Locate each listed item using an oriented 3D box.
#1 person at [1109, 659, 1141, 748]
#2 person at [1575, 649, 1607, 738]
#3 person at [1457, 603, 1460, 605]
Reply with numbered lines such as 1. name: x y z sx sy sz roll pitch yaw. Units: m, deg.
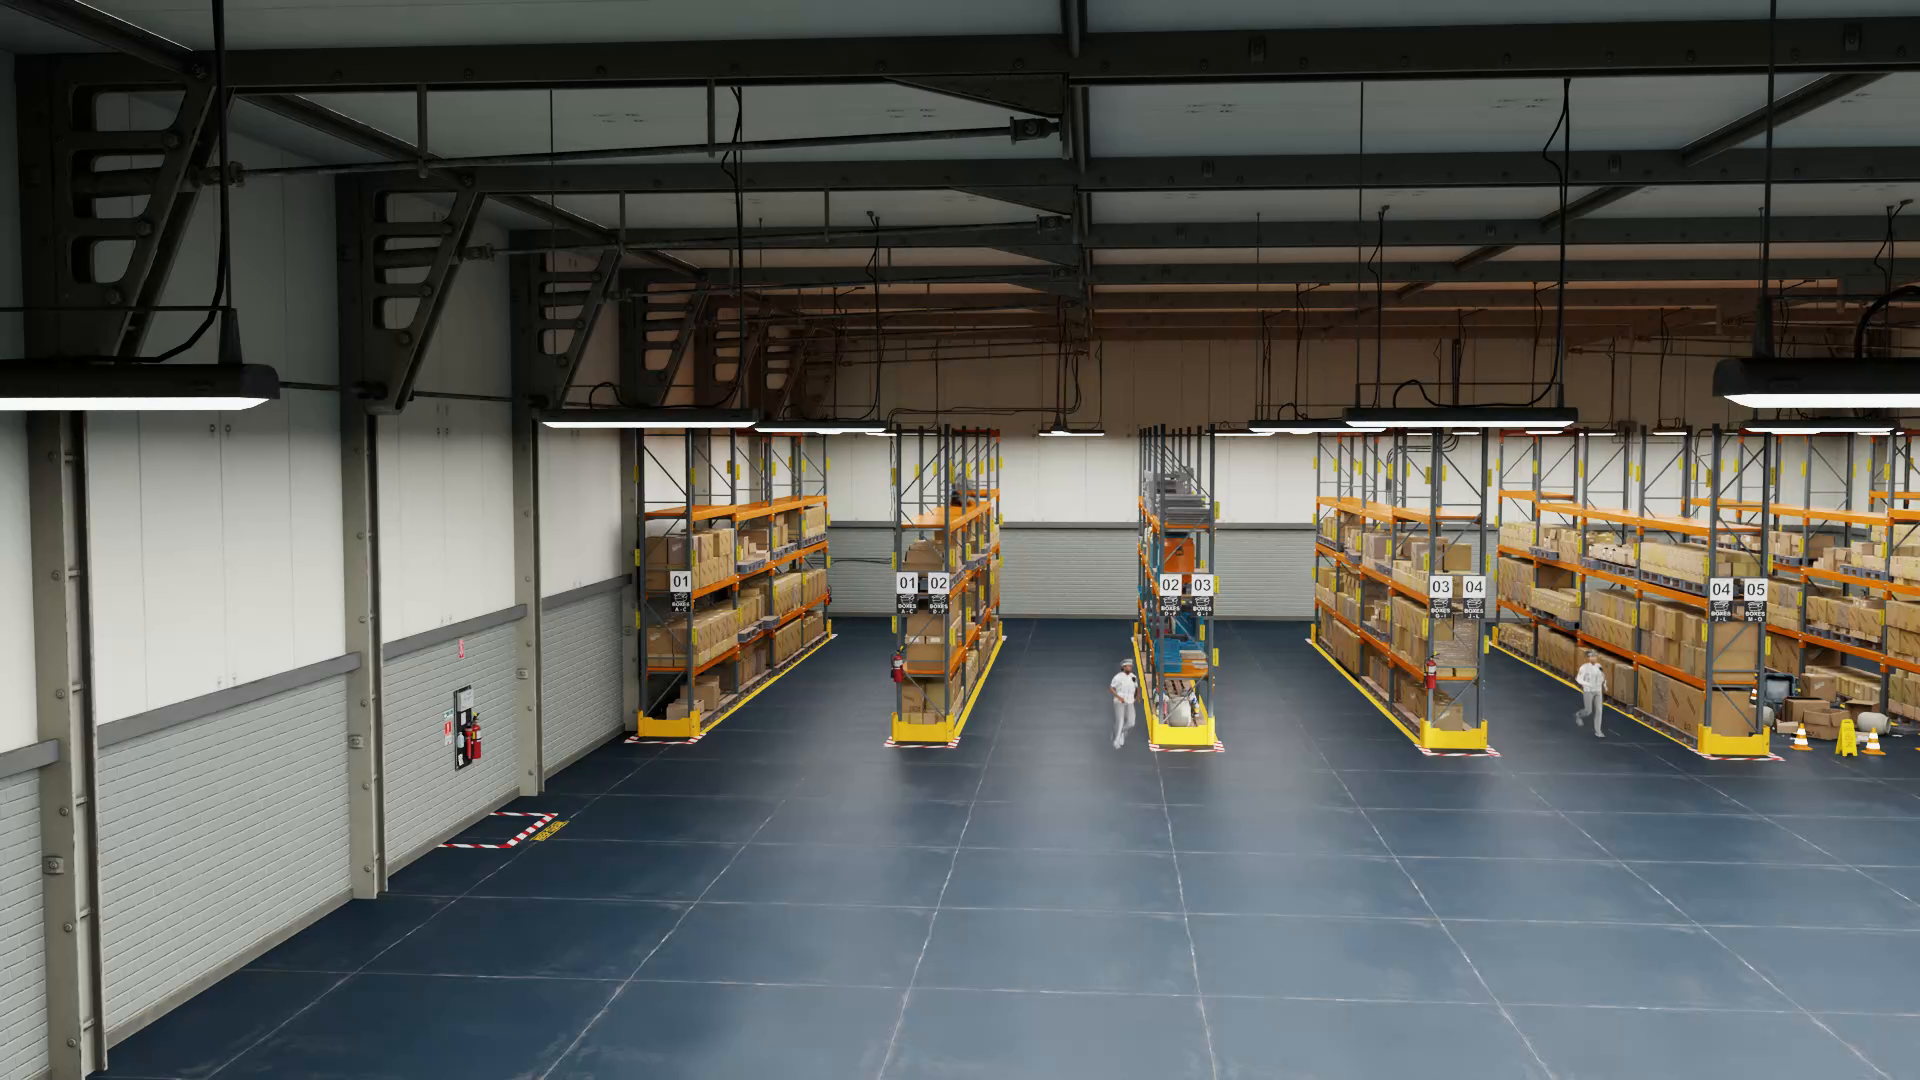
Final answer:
1. person: 3.090 3.027 30.813 0.650 1.652 0.502 -1 4 -21
2. person: 12.222 2.930 32.087 0.630 1.660 0.923 0 3 -6
3. person: 13.649 2.051 46.549 0.719 1.660 0.671 3 5 41
